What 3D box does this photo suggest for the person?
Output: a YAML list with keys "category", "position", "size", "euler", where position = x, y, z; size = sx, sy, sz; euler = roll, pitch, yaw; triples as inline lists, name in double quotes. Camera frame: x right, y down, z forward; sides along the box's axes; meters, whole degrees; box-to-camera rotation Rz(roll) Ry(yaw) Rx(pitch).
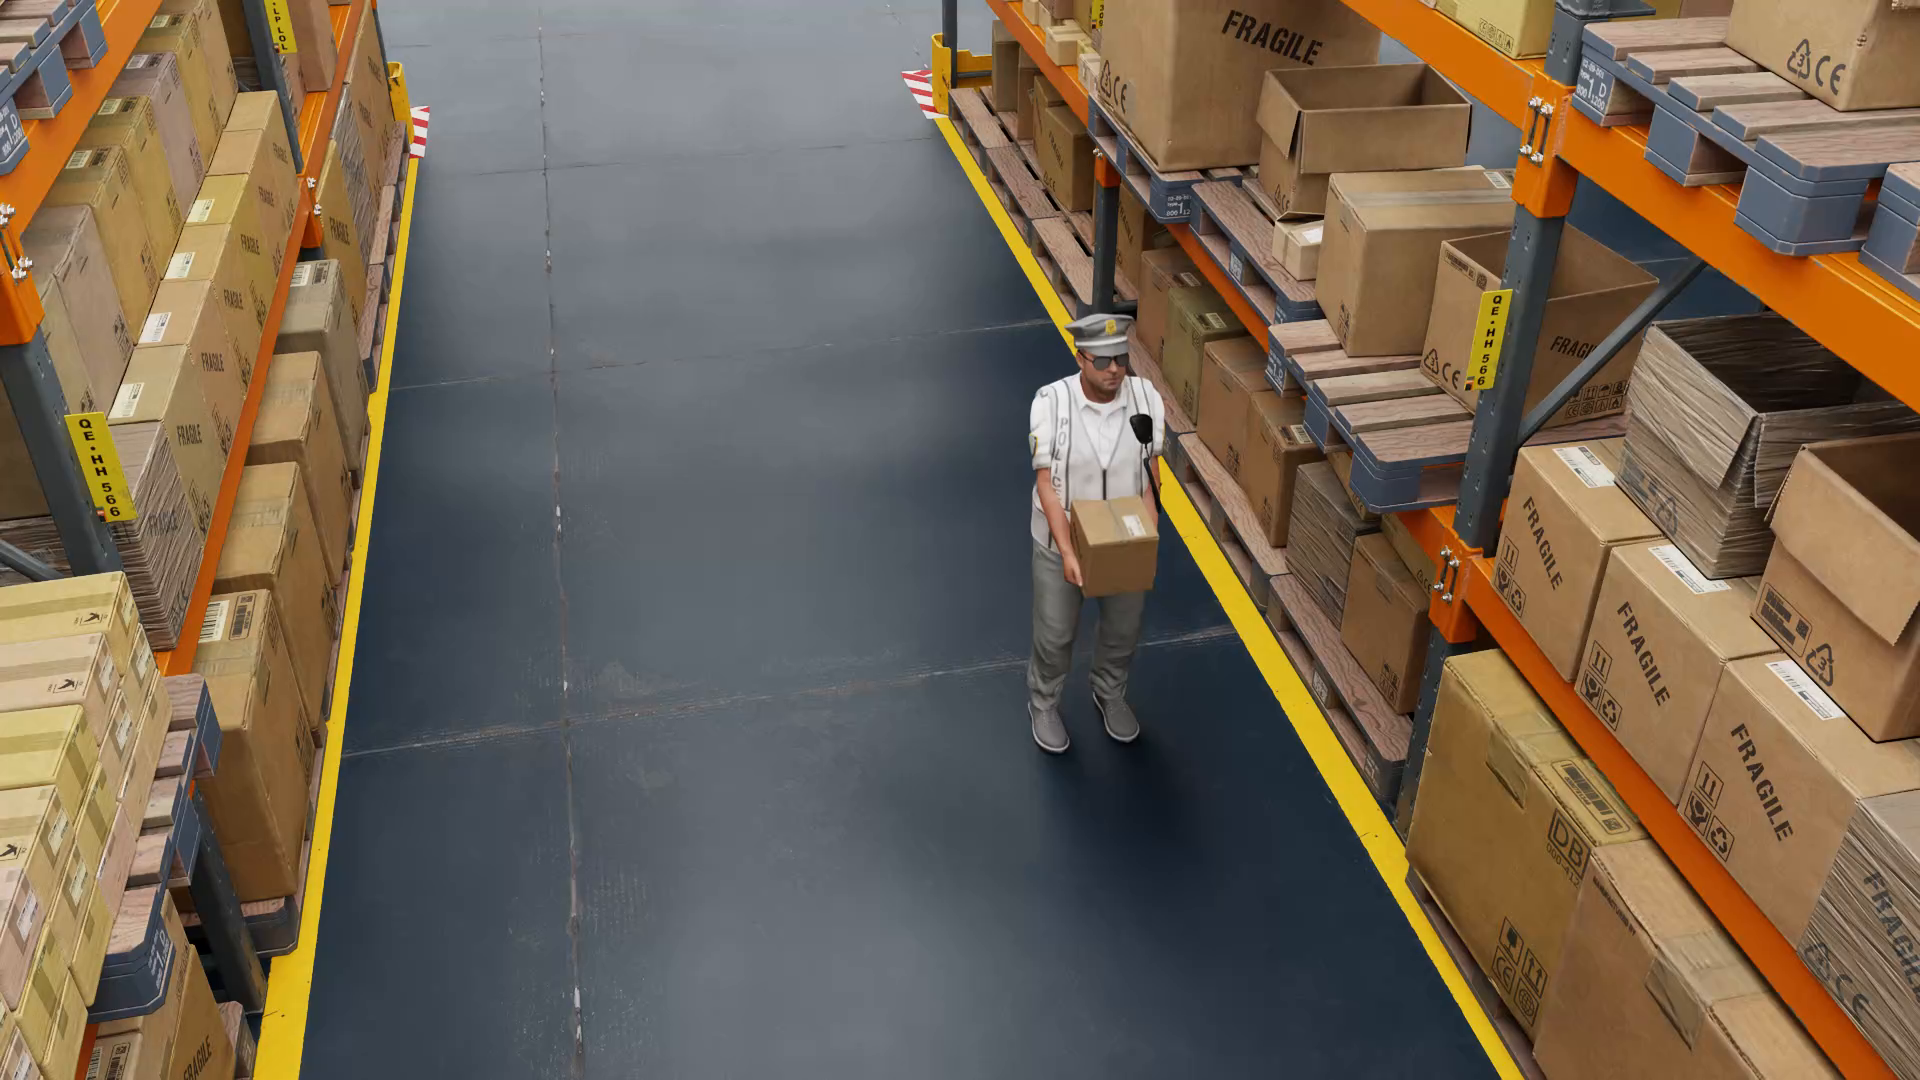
- category: "person"
  position: [0.512, 0.019, 6.097]
  size: [0.494, 1.762, 0.566]
  euler: [-7, 35, -10]
